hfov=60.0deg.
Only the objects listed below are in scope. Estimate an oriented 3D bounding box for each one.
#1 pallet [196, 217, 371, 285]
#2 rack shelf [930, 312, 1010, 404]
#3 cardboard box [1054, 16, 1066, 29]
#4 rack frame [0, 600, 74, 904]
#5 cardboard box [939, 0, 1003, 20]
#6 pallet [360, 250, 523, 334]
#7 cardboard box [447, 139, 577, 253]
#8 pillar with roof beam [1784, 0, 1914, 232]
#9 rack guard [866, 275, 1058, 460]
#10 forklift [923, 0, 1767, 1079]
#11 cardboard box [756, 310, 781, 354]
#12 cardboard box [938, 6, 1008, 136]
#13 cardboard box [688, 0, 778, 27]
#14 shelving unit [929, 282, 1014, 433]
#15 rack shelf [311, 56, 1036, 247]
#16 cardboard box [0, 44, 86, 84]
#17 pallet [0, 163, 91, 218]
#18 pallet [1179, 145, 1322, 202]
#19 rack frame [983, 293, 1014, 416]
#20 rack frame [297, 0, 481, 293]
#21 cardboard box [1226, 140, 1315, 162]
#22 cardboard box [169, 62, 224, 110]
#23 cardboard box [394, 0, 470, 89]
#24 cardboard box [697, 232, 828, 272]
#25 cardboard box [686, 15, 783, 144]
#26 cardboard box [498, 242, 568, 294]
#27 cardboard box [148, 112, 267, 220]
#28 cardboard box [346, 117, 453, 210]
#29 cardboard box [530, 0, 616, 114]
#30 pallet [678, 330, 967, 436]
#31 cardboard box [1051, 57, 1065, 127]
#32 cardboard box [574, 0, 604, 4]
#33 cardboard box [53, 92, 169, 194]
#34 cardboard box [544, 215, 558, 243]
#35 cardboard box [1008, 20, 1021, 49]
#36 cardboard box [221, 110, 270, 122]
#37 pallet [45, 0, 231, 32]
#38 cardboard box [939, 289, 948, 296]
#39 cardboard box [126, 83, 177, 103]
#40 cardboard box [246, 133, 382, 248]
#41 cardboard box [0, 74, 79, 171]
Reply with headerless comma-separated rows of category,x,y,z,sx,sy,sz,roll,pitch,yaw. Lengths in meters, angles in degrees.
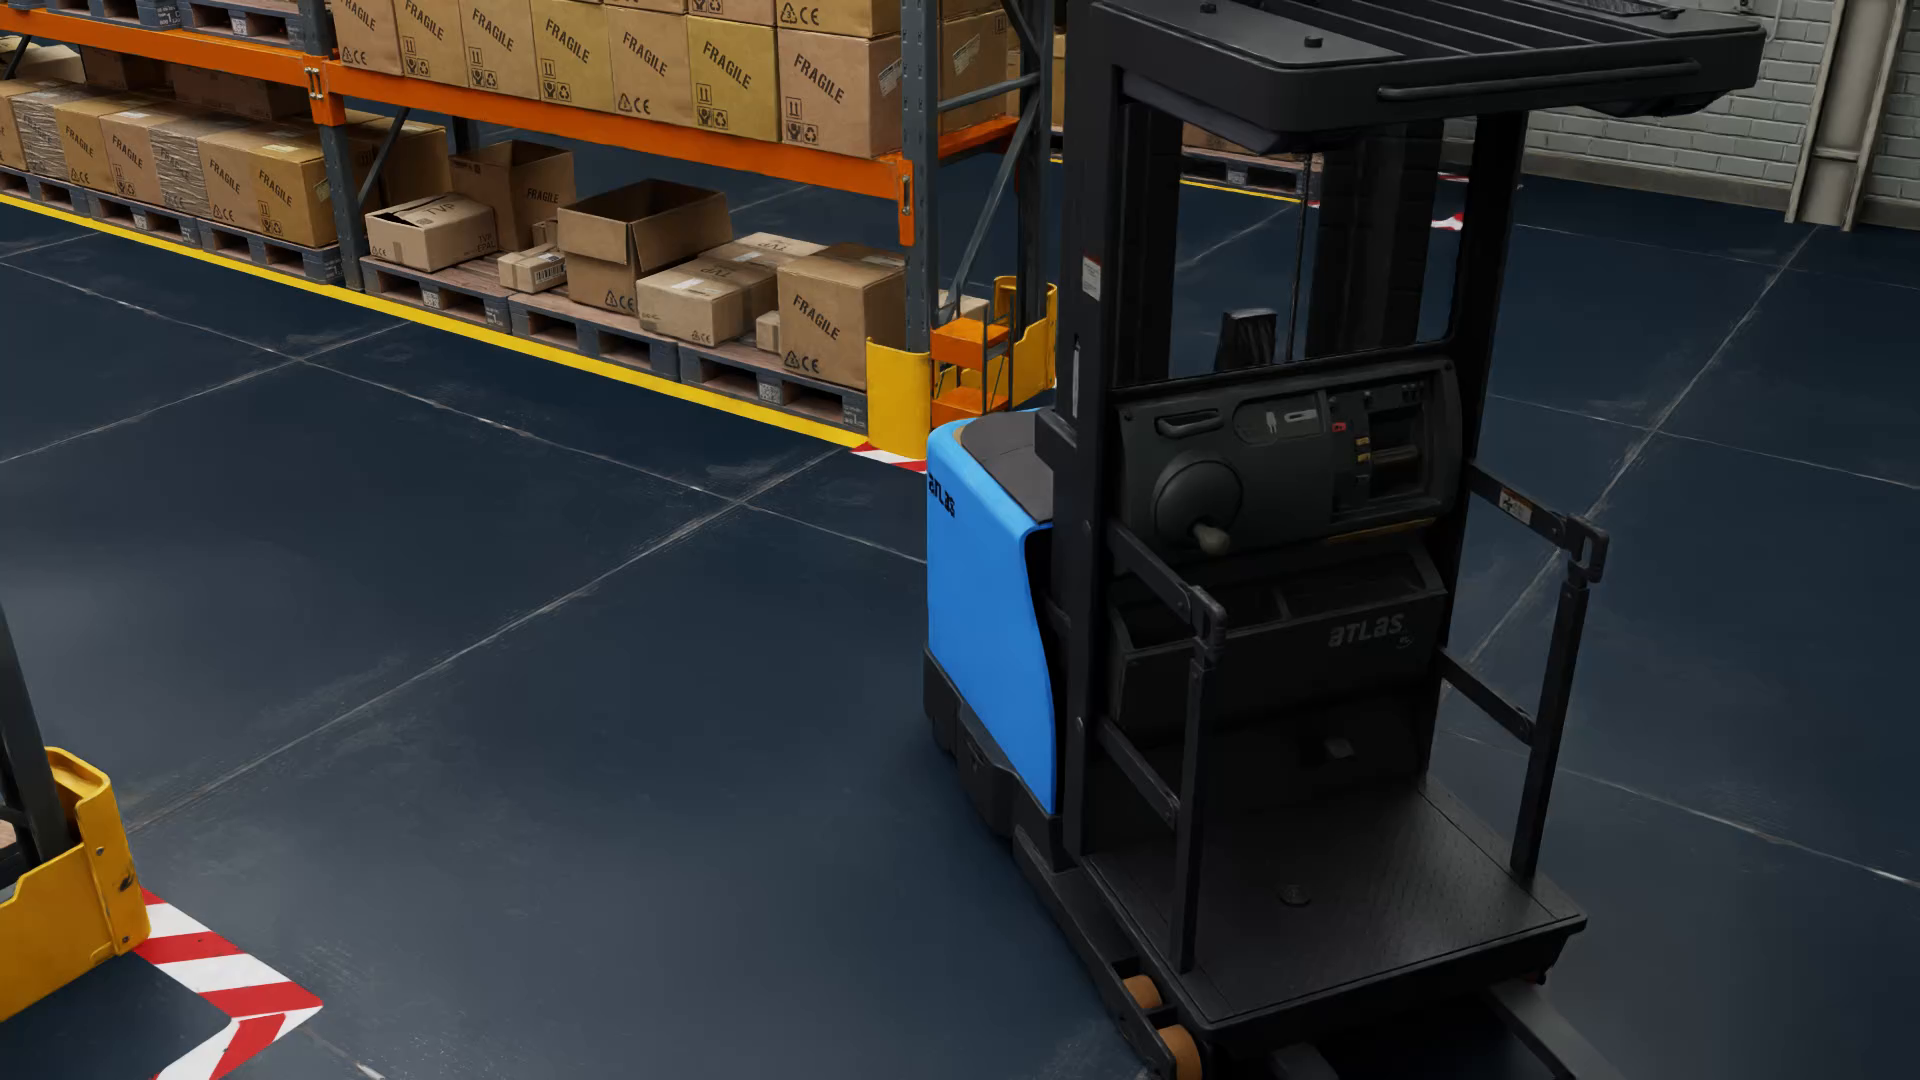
pallet,-3.898,-1.907,10.265,1.213,0.211,1.003,17,32,30
rack shelf,0.044,-0.698,6.361,0.240,0.259,0.215,17,32,30
cardboard box,0.799,-3.849,12.585,0.250,0.149,0.380,16,31,29
rack frame,-2.717,-0.077,3.594,0.127,3.000,1.000,17,32,30
cardboard box,-0.126,-2.631,7.400,0.500,0.500,0.500,18,32,32
pallet,-2.641,-1.536,9.535,1.213,0.211,1.003,17,32,30
cardboard box,-2.576,-1.997,9.638,0.500,0.500,0.500,17,32,30
pillar with roof beam,3.170,-4.475,5.622,0.400,9.000,9.100,17,32,30
rack guard,0.028,-0.834,7.837,0.348,0.500,1.175,17,32,30
forklift,0.888,-0.163,3.839,1.130,2.935,3.031,-10,29,-19
cardboard box,-0.780,-1.047,8.138,0.250,0.166,0.380,17,32,30
cardboard box,-0.126,-2.185,7.626,0.500,0.500,0.500,18,32,31
cardboard box,-0.849,-2.559,7.259,0.500,0.500,0.500,18,32,32
shelving unit,0.044,-0.454,6.485,0.252,1.050,0.215,17,32,30
rack shelf,-1.558,-2.121,8.404,4.000,0.370,1.077,17,32,30
cardboard box,-6.769,-3.438,12.149,0.500,0.311,0.500,19,32,32
pallet,-5.910,-2.534,11.496,1.213,0.211,1.003,17,32,30
pallet,2.189,-2.714,11.851,1.213,0.211,1.003,17,32,30
rack frame,0.145,-0.423,6.423,0.008,1.050,0.200,17,32,30
rack frame,-3.206,-2.955,9.250,0.127,3.000,1.000,17,32,30
cardboard box,2.259,-2.996,11.624,0.500,0.500,0.700,17,32,30
cardboard box,-4.705,-2.972,10.727,0.500,0.250,0.500,17,31,29
cardboard box,-2.517,-2.637,8.514,0.500,0.500,0.500,18,32,31
cardboard box,-1.021,-1.401,8.743,0.500,0.250,0.500,17,32,30
cardboard box,-0.862,-2.118,7.494,0.500,0.500,0.500,18,32,31
cardboard box,-2.264,-1.482,8.993,0.250,0.166,0.380,17,32,30
cardboard box,-4.591,-2.316,10.264,0.500,0.500,0.500,18,32,31
cardboard box,-3.467,-2.253,10.140,0.500,0.500,0.500,16,31,28
cardboard box,-1.686,-2.377,8.004,0.500,0.500,0.500,17,31,30
pallet,-0.630,-0.909,8.304,1.213,0.211,1.003,17,32,30
cardboard box,0.988,-3.388,12.393,0.500,0.500,0.700,18,32,31
cardboard box,-1.702,-2.822,7.776,0.500,0.500,0.500,18,32,32
cardboard box,-5.445,-2.578,10.779,0.500,0.500,0.500,17,31,30
cardboard box,-1.958,-1.720,9.302,0.500,0.311,0.500,17,32,30
cardboard box,0.332,-3.784,12.456,0.250,0.149,0.380,19,32,32
cardboard box,-4.321,-2.517,10.659,0.500,0.500,0.500,18,32,31
pallet,-4.898,-3.399,10.334,1.213,0.211,1.003,17,32,30
cardboard box,-0.266,-1.162,8.364,0.250,0.166,0.380,17,32,30
cardboard box,-5.173,-2.779,11.174,0.500,0.500,0.500,16,31,29
cardboard box,-3.775,-2.057,9.755,0.500,0.500,0.500,17,32,30
cardboard box,-6.290,-2.841,11.296,0.500,0.500,0.500,19,32,32
